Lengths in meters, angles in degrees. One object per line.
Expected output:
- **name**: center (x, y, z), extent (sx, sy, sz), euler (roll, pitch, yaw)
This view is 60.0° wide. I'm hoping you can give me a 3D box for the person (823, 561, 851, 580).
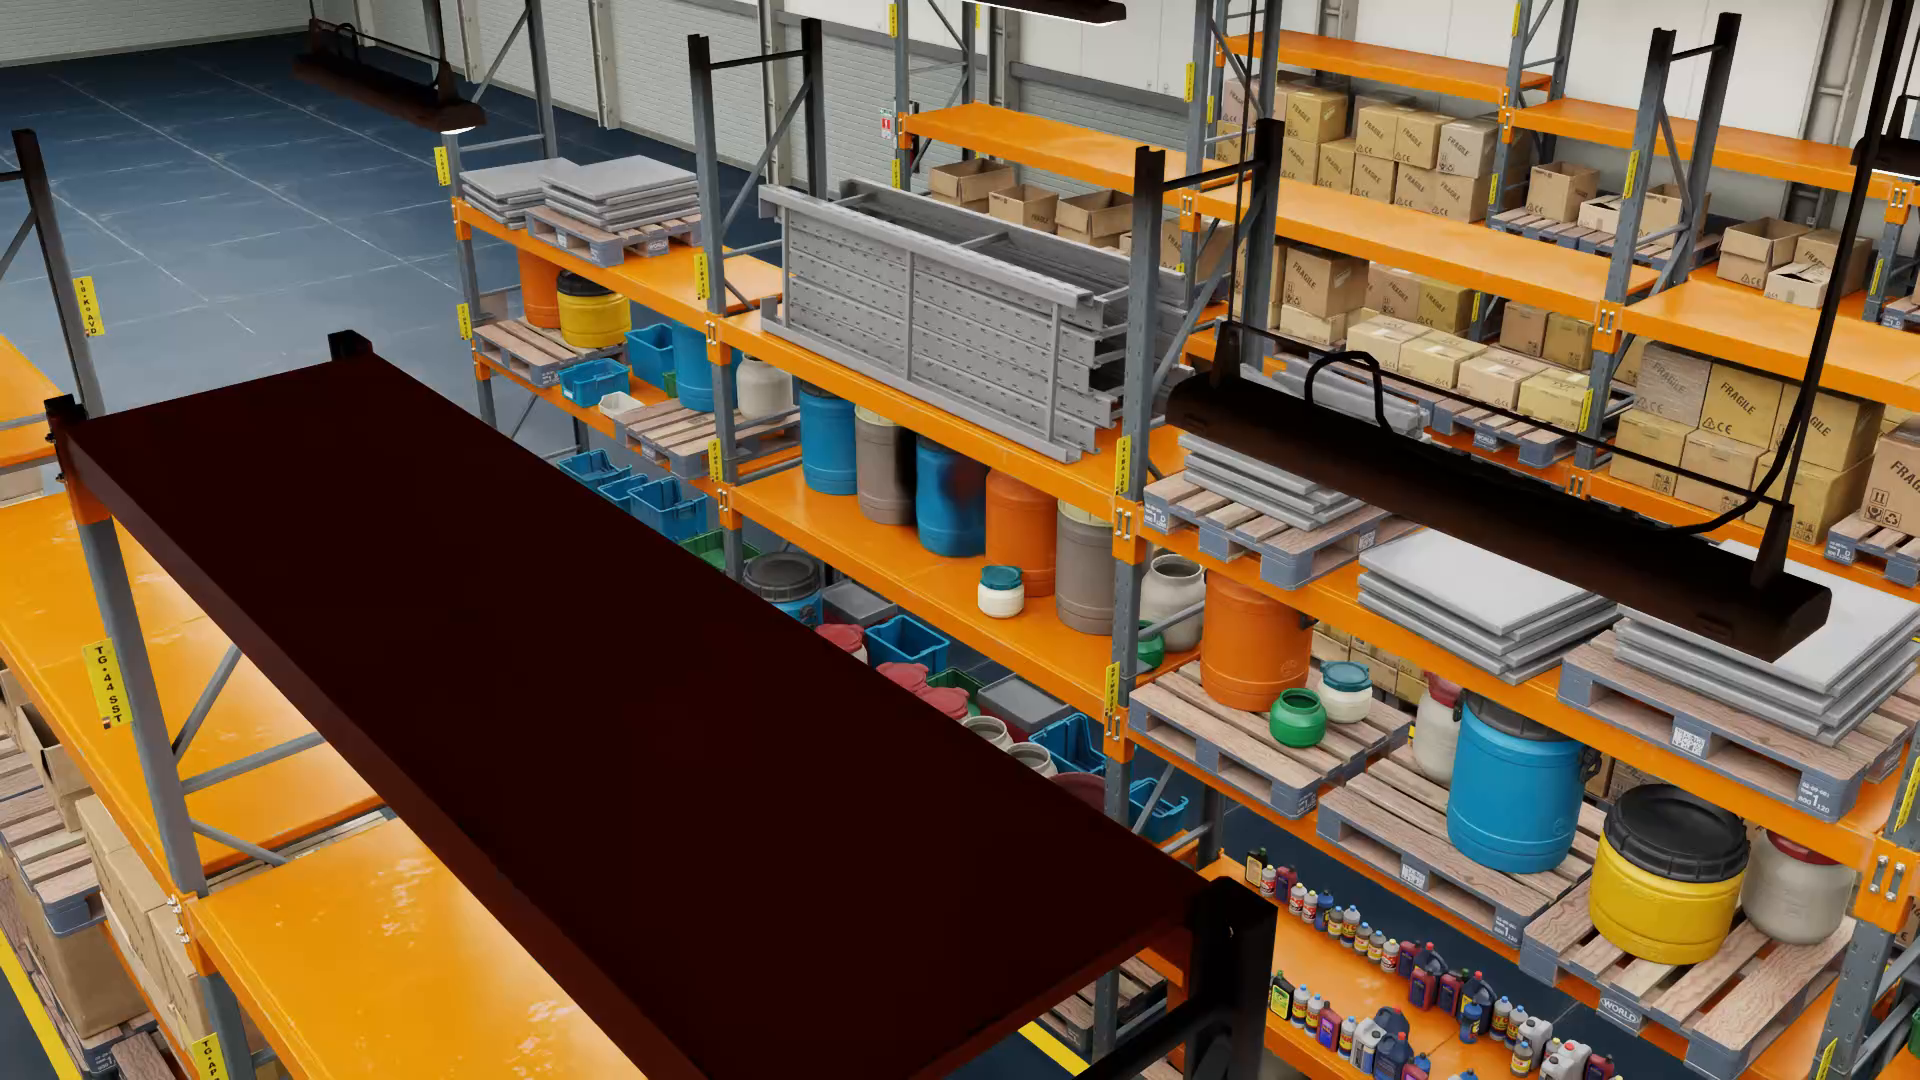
- **person**: center (-1.196, -0.230, 15.963), extent (0.588, 1.721, 0.497), euler (-3, 27, -7)
